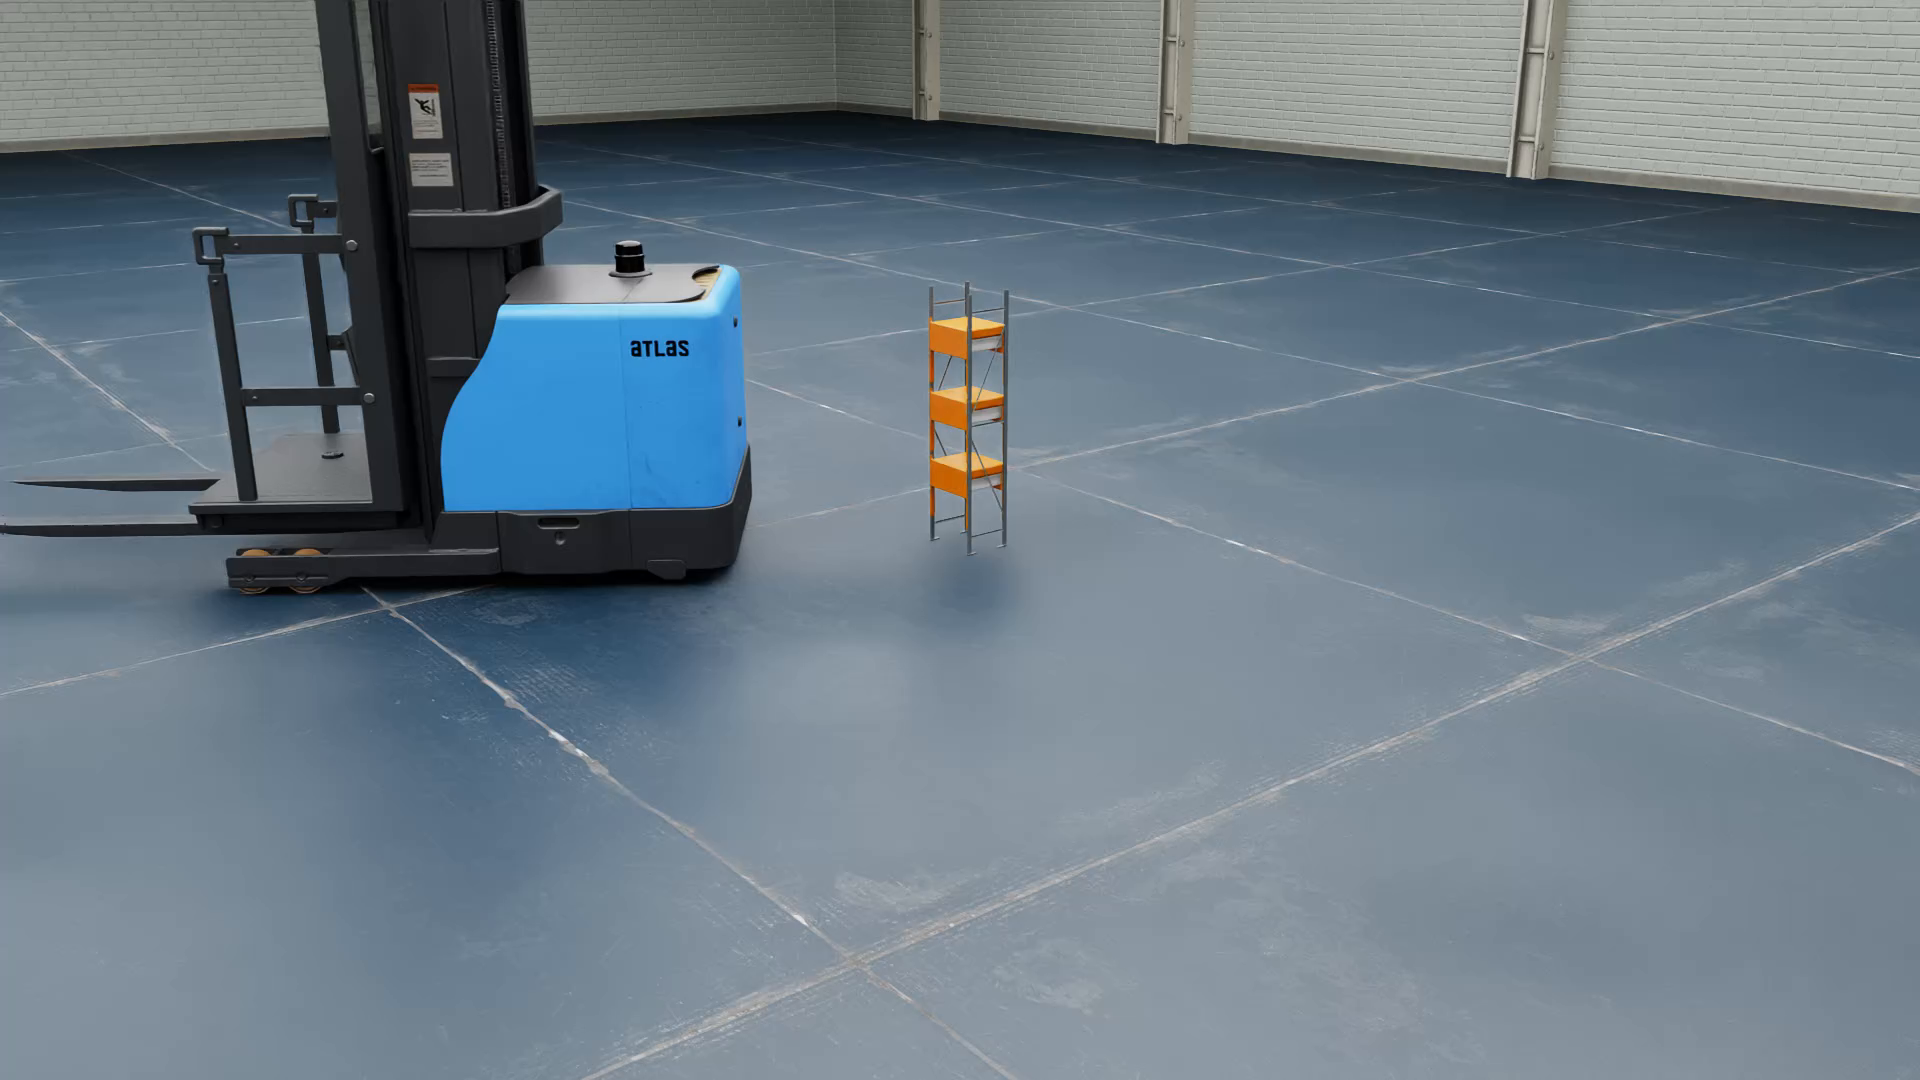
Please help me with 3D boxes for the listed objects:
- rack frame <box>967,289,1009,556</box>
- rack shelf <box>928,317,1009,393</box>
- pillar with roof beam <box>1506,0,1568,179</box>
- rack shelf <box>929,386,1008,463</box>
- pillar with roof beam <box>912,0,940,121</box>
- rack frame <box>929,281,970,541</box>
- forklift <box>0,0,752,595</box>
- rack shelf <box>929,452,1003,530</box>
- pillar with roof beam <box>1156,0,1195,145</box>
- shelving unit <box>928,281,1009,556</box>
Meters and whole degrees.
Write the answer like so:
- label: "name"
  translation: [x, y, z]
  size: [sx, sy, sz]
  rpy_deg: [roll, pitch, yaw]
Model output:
- label: "rack frame"
  translation: [0.109, -0.455, 6.567]
  size: [0.200, 1.050, 0.008]
  rpy_deg: [-14, 23, -36]
- label: "rack shelf"
  translation: [0.033, -0.745, 6.572]
  size: [0.215, 0.259, 0.240]
  rpy_deg: [-14, 23, -36]
- label: "pillar with roof beam"
  translation: [3.491, -7.820, 16.162]
  size: [9.100, 9.000, 0.400]
  rpy_deg: [-14, 23, -36]
- label: "rack shelf"
  translation: [0.033, -0.475, 6.661]
  size: [0.215, 0.259, 0.240]
  rpy_deg: [-14, 23, -36]
- label: "pillar with roof beam"
  translation: [-3.960, -10.777, 25.092]
  size: [9.100, 9.000, 0.400]
  rpy_deg: [-14, 23, -36]
- label: "rack frame"
  translation: [-0.043, -0.515, 6.748]
  size: [0.200, 1.050, 0.008]
  rpy_deg: [-14, 23, -36]
- label: "forklift"
  translation: [-2.395, -1.357, 6.298]
  size: [3.031, 2.935, 1.130]
  rpy_deg: [-1, 18, -2]
- label: "rack shelf"
  translation: [0.033, -0.211, 6.748]
  size: [0.215, 0.259, 0.240]
  rpy_deg: [-14, 23, -36]
- label: "pillar with roof beam"
  translation: [-0.234, -9.298, 20.627]
  size: [9.100, 9.000, 0.400]
  rpy_deg: [-14, 23, -36]
- label: "shelving unit"
  translation: [0.033, -0.485, 6.658]
  size: [0.215, 1.050, 0.252]
  rpy_deg: [-14, 23, -36]
